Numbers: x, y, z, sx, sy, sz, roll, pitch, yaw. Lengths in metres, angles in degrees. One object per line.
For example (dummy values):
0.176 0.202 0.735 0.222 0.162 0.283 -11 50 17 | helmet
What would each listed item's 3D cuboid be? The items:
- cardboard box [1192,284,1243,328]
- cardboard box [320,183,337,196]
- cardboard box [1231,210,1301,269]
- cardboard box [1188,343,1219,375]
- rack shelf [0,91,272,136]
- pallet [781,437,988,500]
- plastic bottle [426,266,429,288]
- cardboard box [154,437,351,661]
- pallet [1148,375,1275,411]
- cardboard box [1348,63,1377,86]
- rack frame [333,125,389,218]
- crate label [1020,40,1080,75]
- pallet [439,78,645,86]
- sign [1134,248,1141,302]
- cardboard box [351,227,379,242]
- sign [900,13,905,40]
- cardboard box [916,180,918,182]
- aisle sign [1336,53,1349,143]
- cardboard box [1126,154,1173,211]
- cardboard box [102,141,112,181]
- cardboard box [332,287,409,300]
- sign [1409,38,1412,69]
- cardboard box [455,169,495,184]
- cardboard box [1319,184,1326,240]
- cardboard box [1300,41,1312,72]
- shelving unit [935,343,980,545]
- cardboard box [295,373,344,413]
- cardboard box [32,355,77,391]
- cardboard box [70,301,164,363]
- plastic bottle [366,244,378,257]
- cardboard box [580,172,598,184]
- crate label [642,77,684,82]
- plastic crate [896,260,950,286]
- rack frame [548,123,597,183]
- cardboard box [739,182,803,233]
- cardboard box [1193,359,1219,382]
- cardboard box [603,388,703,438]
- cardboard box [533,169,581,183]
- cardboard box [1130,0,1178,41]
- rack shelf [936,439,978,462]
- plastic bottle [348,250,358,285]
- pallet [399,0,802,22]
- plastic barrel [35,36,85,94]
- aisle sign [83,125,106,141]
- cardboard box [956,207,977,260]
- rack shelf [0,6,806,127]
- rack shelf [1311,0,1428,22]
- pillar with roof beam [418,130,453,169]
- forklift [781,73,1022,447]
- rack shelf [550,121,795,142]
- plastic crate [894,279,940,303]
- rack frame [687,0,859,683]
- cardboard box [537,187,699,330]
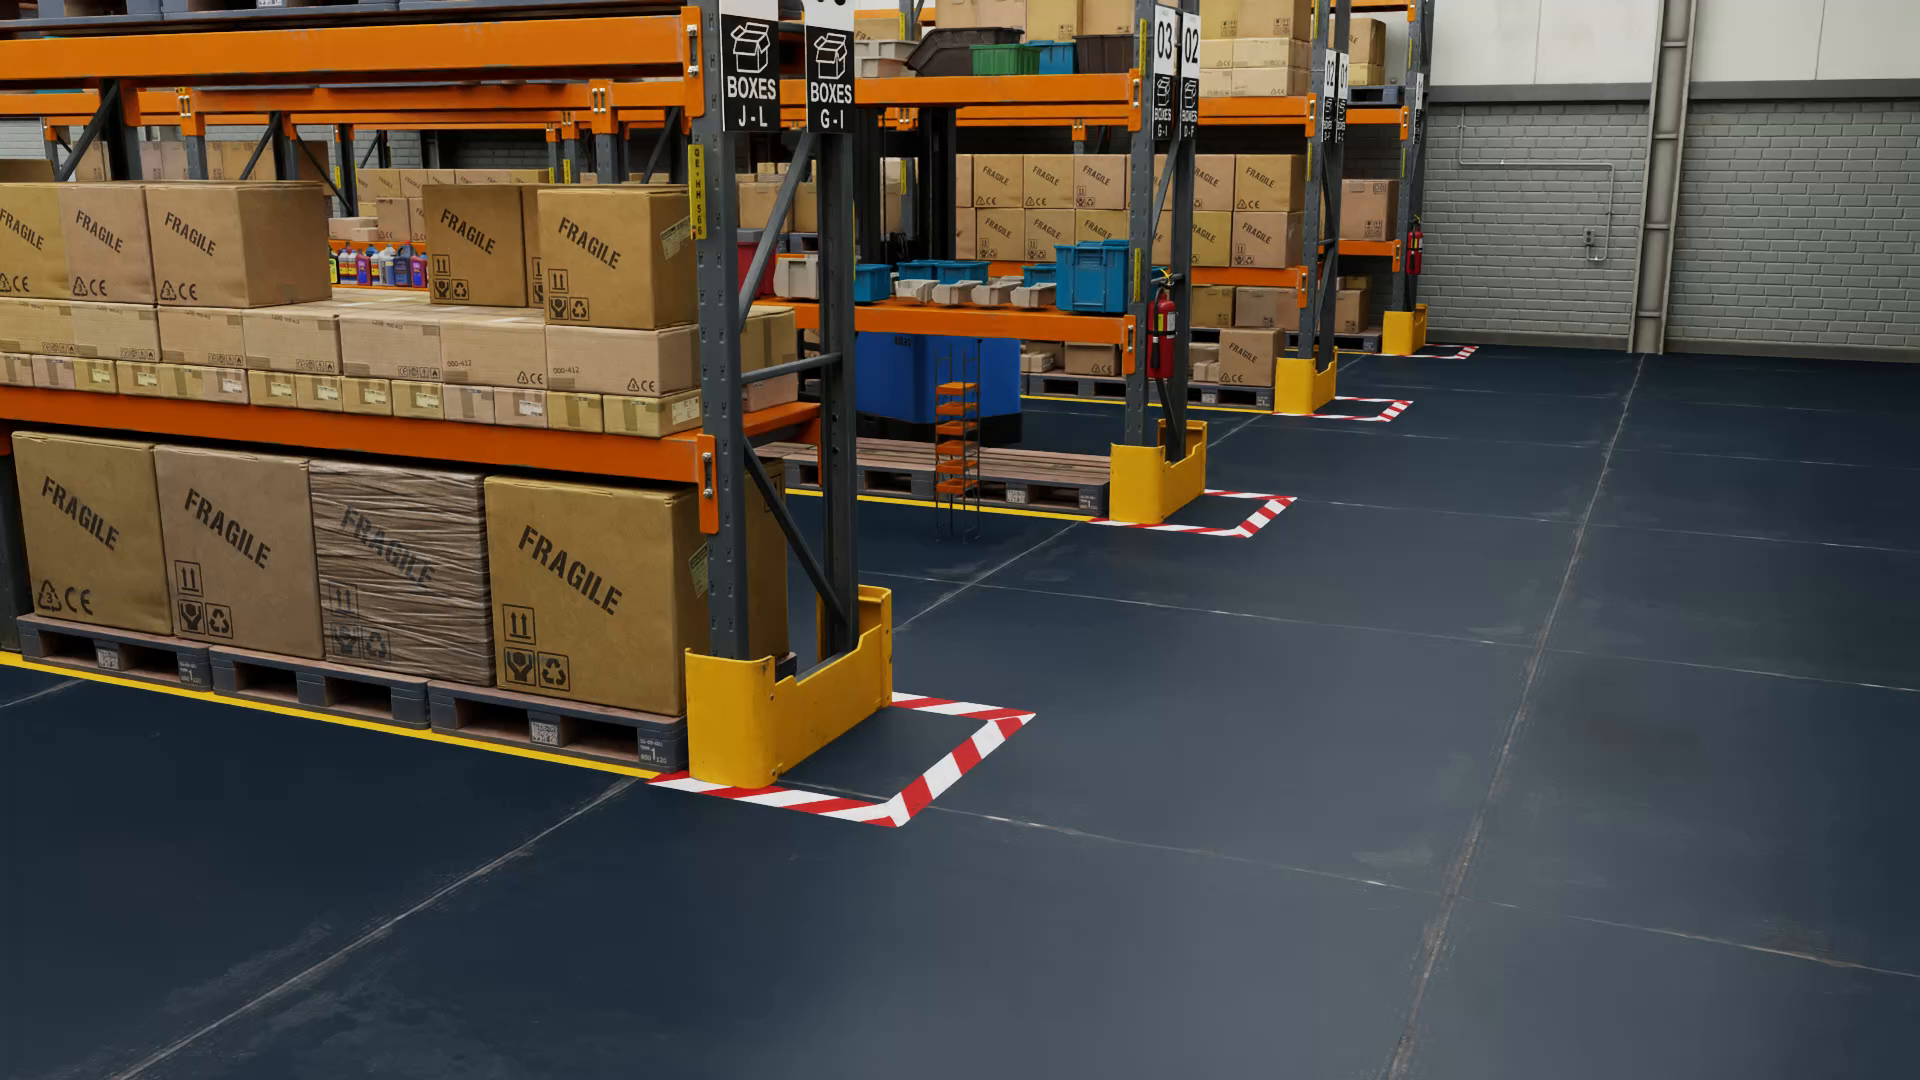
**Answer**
3.240 -2.933 20.741 0.500 0.500 0.700 6 15 25 | cardboard box
-7.813 -4.266 20.231 0.250 0.149 0.380 6 14 23 | cardboard box
2.806 -2.759 15.229 0.500 0.500 0.500 6 15 25 | cardboard box
2.487 -1.757 16.234 0.500 0.250 0.500 6 14 23 | cardboard box
-7.827 -3.727 14.582 4.000 0.370 1.077 6 14 23 | rack shelf
-0.533 -0.532 12.060 1.213 0.211 1.003 6 14 23 | pallet
-4.080 -2.054 12.875 0.097 0.201 0.097 0 13 0 | plastic bottle
-2.953 -0.036 7.576 0.875 0.875 0.875 6 14 23 | cardboard box
2.527 -1.449 15.969 1.213 0.211 1.003 6 14 23 | pallet
4.552 -5.414 19.385 0.500 0.250 0.500 6 15 25 | cardboard box
-9.300 -5.242 26.027 0.127 3.000 1.000 6 14 23 | rack frame
0.604 -3.233 11.225 0.502 0.251 0.408 6 14 23 | crate label
-3.097 -3.482 12.377 1.003 0.211 1.213 6 14 23 | pallet
1.108 -1.655 10.384 0.005 0.325 0.100 6 14 23 | sign
-6.918 -3.589 19.536 0.250 0.149 0.380 6 14 23 | cardboard box
-0.553 -4.884 15.942 0.005 0.325 0.100 6 14 23 | sign
-0.237 -4.463 21.795 0.500 0.500 0.500 6 15 25 | cardboard box
3.507 -4.047 15.244 0.004 0.787 0.394 6 14 23 | aisle sign
1.870 -3.339 15.510 0.500 0.500 0.500 6 15 25 | cardboard box
-10.350 -4.789 21.037 0.500 0.500 0.700 5 14 22 | cardboard box
-2.896 -1.019 7.707 0.500 0.250 0.500 6 15 24 | cardboard box
5.097 -5.502 18.805 0.005 0.325 0.100 6 14 23 | sign
-7.115 -5.246 24.689 0.500 0.500 0.500 5 14 22 | cardboard box
4.189 -4.017 20.152 0.700 0.700 0.980 6 14 23 | cardboard box
2.962 -4.459 15.358 0.500 0.250 0.500 6 14 23 | cardboard box
-0.013 -0.585 10.123 0.189 1.200 0.258 6 14 23 | shelving unit
-2.546 -0.641 6.969 0.250 0.149 0.380 6 15 24 | cardboard box
-3.971 -0.784 7.580 0.250 0.149 0.380 5 14 21 | cardboard box
-3.571 -0.954 7.432 0.500 0.250 0.500 6 14 23 | cardboard box
-4.968 -2.367 14.059 0.097 0.271 0.097 0 13 0 | plastic bottle
-5.191 -5.080 24.157 0.500 0.500 0.700 6 14 23 | cardboard box
-2.011 -3.288 11.713 0.466 0.136 0.293 6 14 23 | crate label
-0.254 -1.881 11.939 0.300 0.233 0.416 6 14 23 | plastic crate
-5.643 -4.871 24.449 0.127 3.000 1.000 6 14 23 | rack frame
-1.972 -3.500 17.466 0.500 0.500 0.700 2 13 9 | cardboard box
2.395 -1.616 15.815 0.250 0.166 0.380 6 14 23 | cardboard box
-1.149 -0.499 6.366 0.250 0.149 0.380 6 15 24 | cardboard box
-5.988 -5.260 24.750 0.500 0.500 0.500 5 14 22 | cardboard box
1.926 -4.854 15.401 0.500 0.500 0.700 6 14 23 | cardboard box
-0.013 -0.542 10.134 0.180 0.103 0.258 6 14 23 | rack shelf
-4.794 -2.160 13.175 0.097 0.271 0.097 0 13 0 | plastic bottle
-1.372 -2.141 6.441 1.213 0.211 1.003 6 14 23 | pallet
-7.906 -4.384 14.708 0.708 0.901 0.600 6 14 23 | plastic barrel
-11.244 -5.540 21.606 0.004 0.787 0.394 6 14 23 | aisle sign
0.024 -3.041 16.429 0.500 0.500 0.500 6 15 25 | cardboard box
-2.518 -1.953 7.018 4.000 0.370 1.077 6 14 23 | rack shelf
3.500 -6.322 19.949 4.000 0.370 1.077 6 14 23 | rack shelf
-10.053 -7.379 22.003 0.400 9.000 9.100 6 14 23 | pillar with roof beam
-0.781 -2.352 13.861 1.130 2.935 3.031 -9 16 -35 | forklift
-3.814 -5.797 23.400 4.000 0.370 1.077 6 14 23 | rack shelf
-0.305 -1.704 11.398 0.250 0.136 0.298 6 14 23 | plastic crate
-0.690 -0.657 6.490 0.127 3.000 1.000 6 14 23 | rack frame
-1.242 -1.084 6.346 0.500 0.500 0.500 6 14 24 | cardboard box
